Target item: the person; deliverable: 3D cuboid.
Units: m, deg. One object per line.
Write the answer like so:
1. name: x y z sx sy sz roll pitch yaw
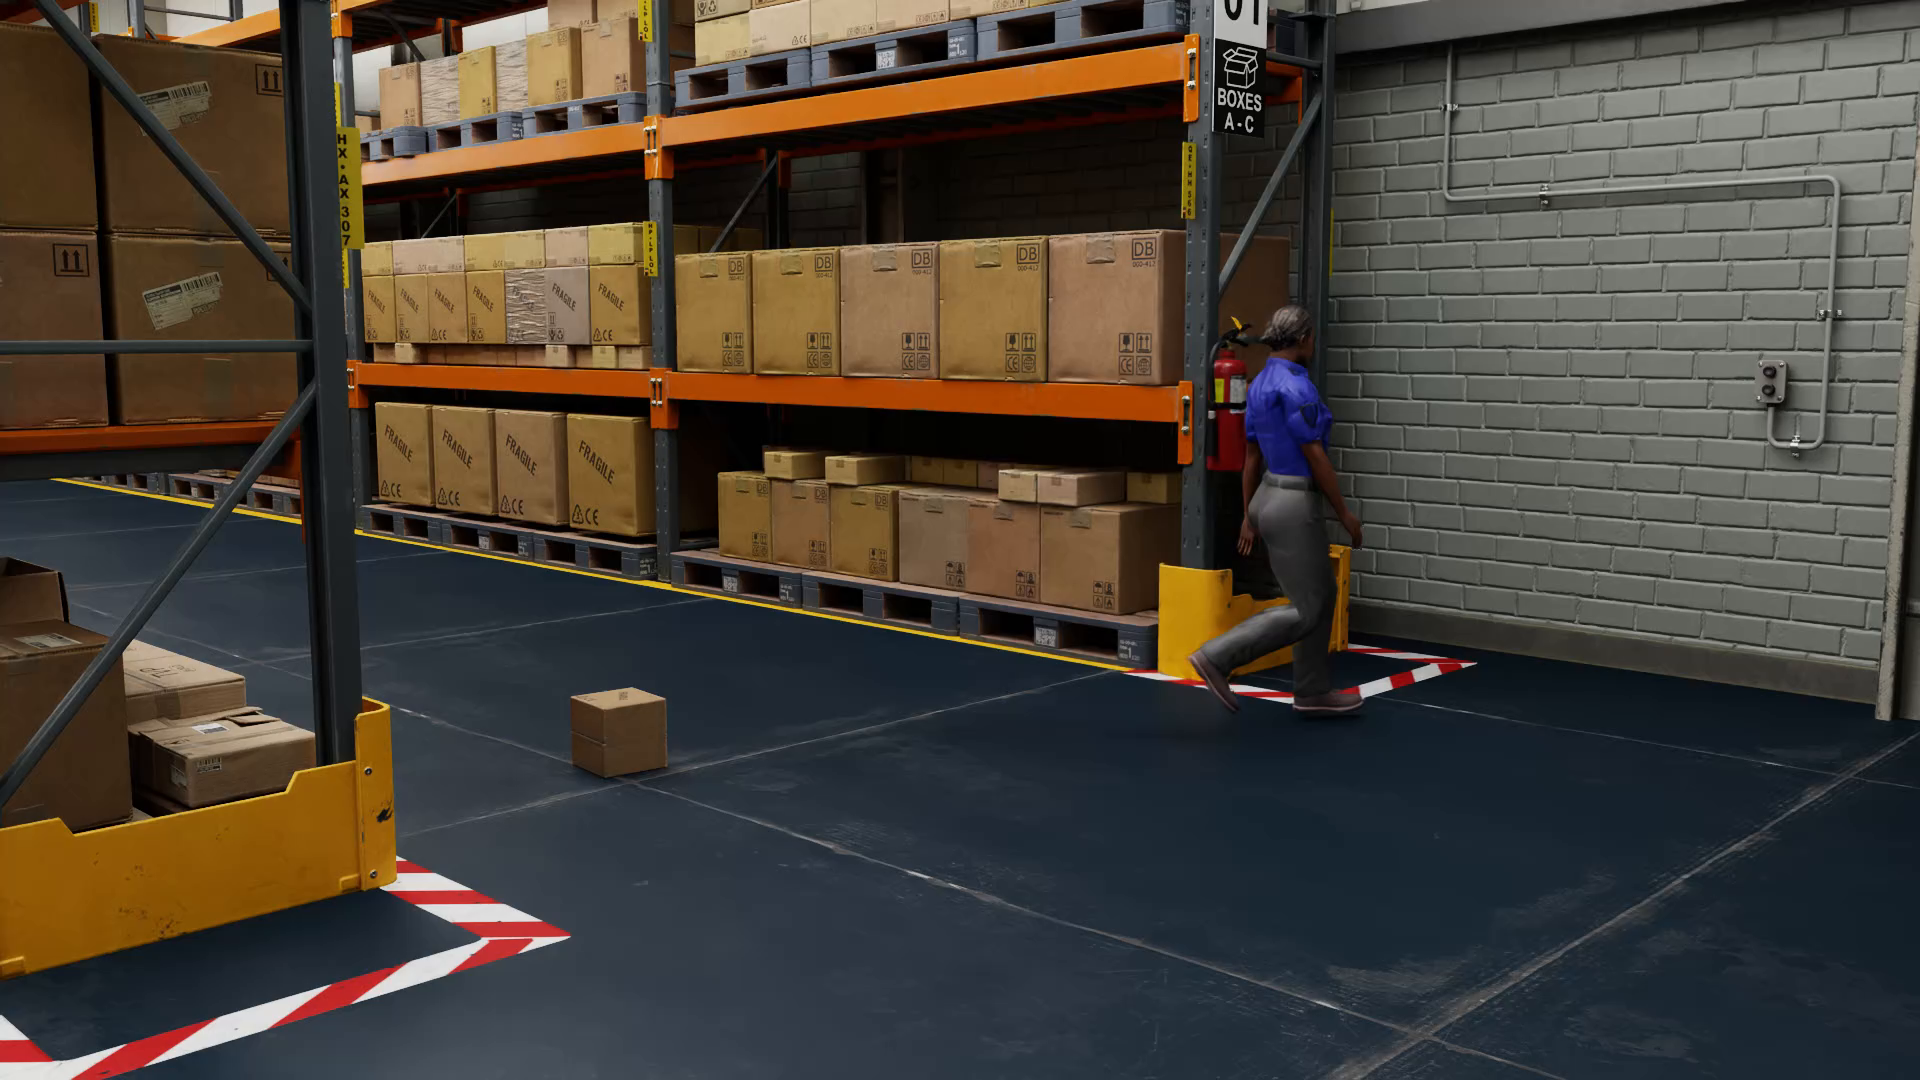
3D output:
1. person: 1.249 -0.103 6.487 0.783 1.618 0.447 -1 7 -7
